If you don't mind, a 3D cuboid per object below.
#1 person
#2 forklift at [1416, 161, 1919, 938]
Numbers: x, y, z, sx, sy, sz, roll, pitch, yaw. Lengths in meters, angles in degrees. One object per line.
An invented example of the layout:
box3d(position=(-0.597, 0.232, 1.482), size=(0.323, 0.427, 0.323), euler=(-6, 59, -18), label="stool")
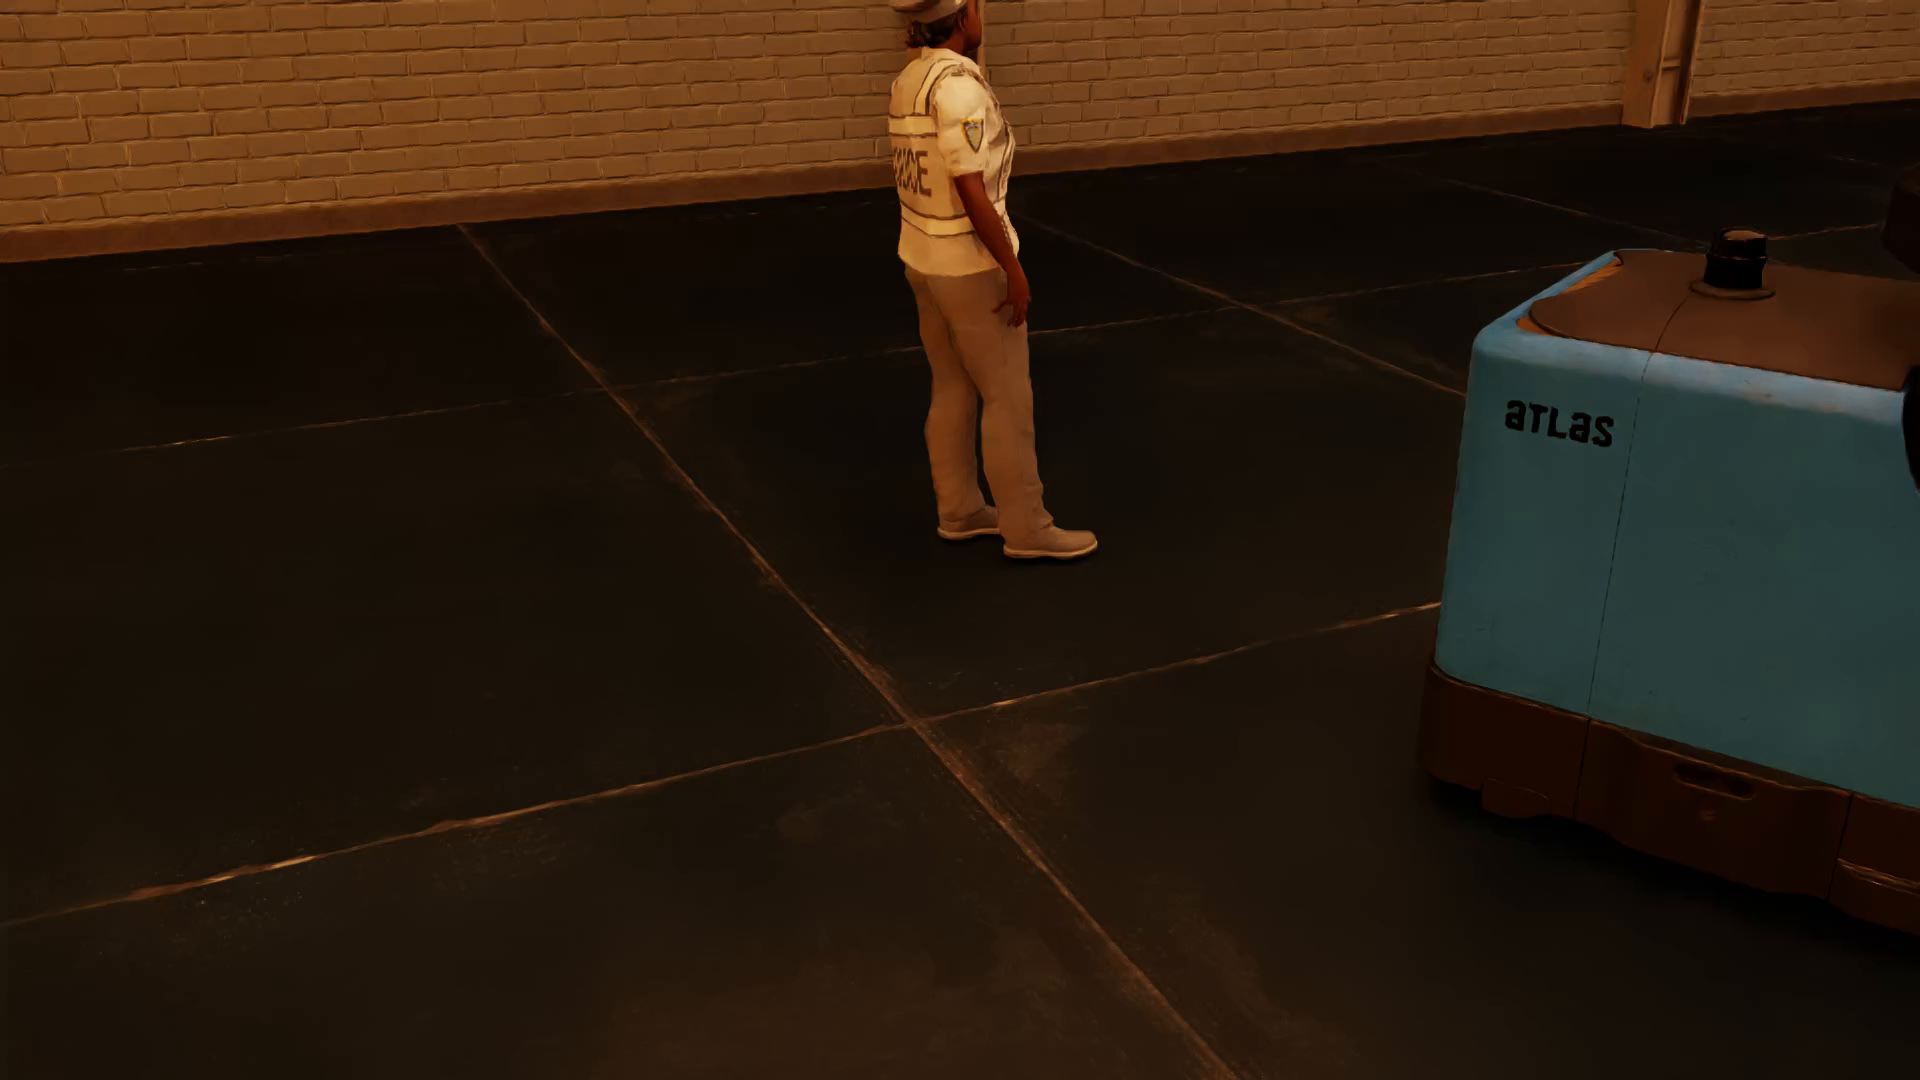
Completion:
box3d(position=(0.076, -0.794, 4.792), size=(0.529, 1.693, 0.570), euler=(-10, 25, -23), label="person")
box3d(position=(2.515, -0.603, 2.737), size=(3.031, 2.935, 1.130), euler=(16, 27, 33), label="forklift")
